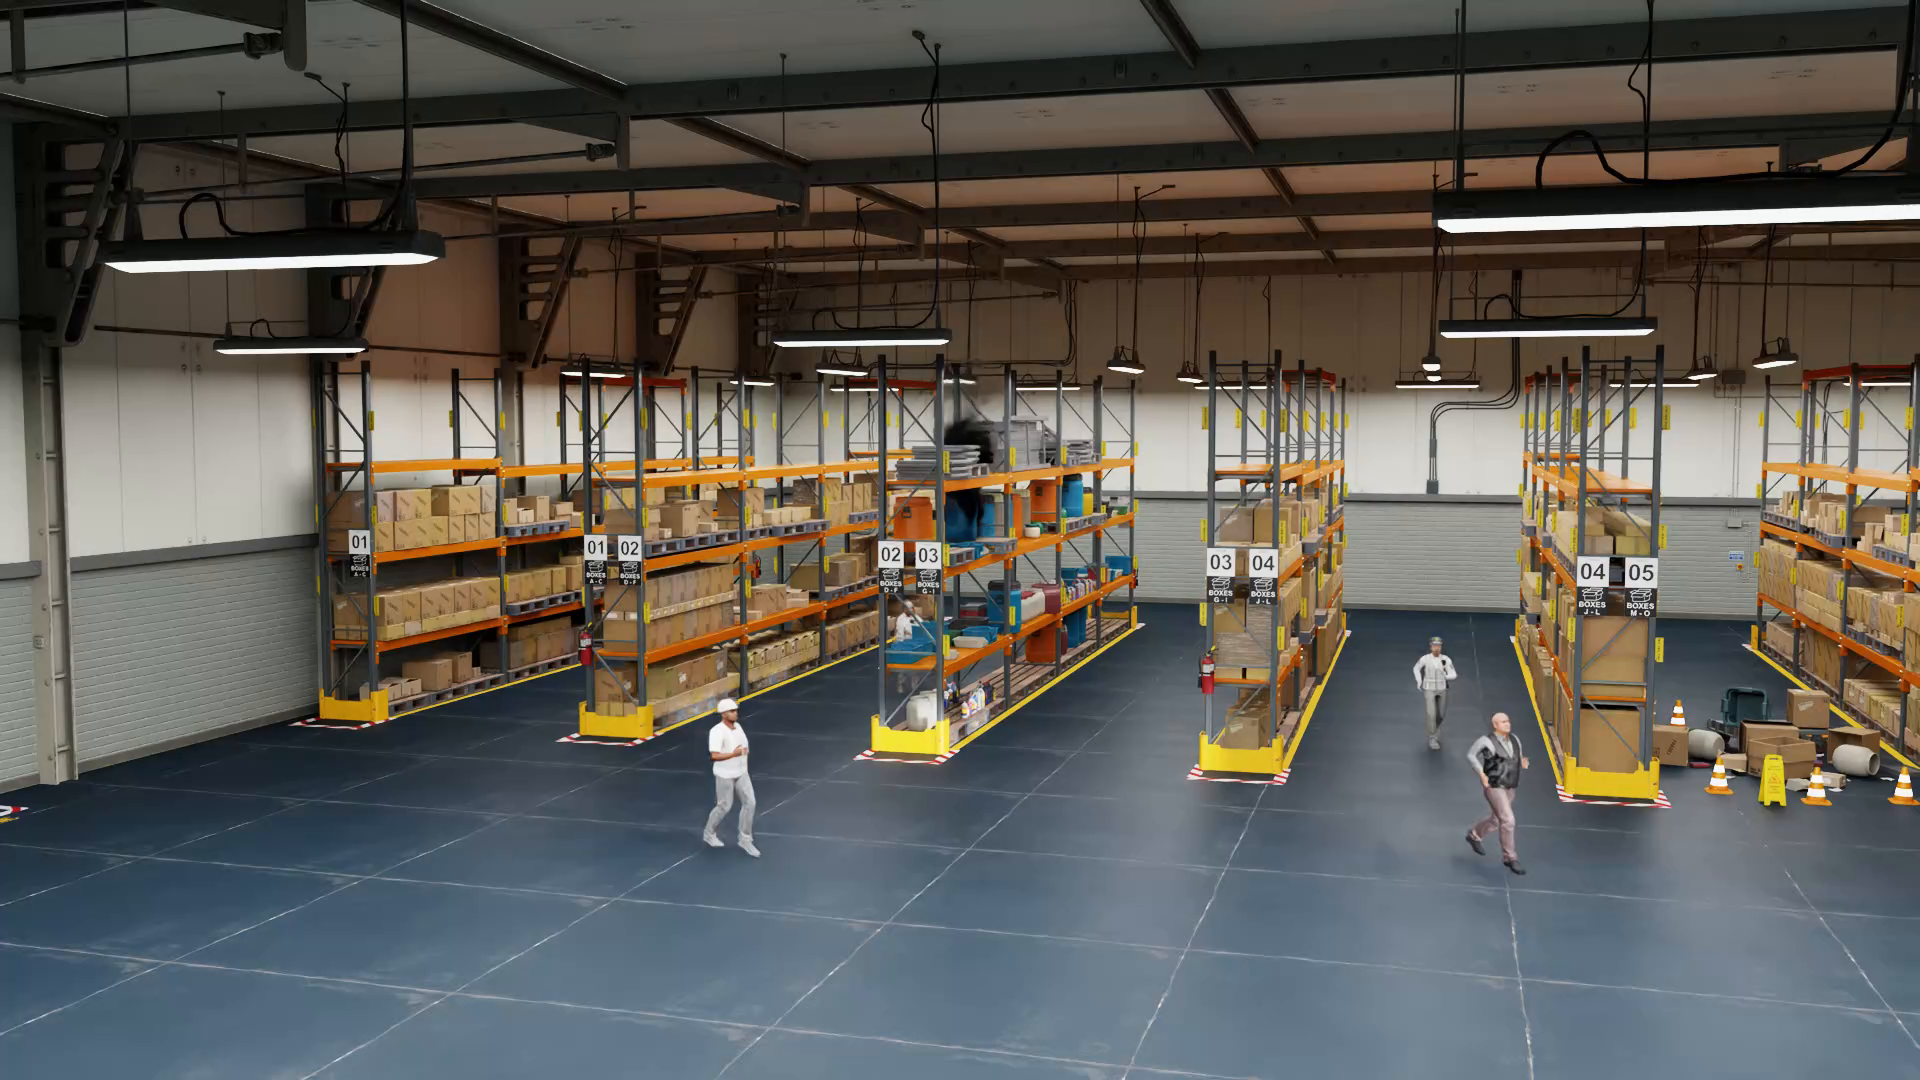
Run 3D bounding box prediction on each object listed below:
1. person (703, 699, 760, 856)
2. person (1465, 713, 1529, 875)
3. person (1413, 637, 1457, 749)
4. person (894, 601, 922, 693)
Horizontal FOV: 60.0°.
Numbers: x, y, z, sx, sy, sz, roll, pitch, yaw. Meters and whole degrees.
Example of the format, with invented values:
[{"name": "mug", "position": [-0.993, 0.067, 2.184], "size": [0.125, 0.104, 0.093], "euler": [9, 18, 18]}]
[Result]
[{"name": "person", "position": [-2.657, 2.740, 19.220], "size": [0.737, 1.823, 0.677], "euler": [3, 5, 33]}, {"name": "person", "position": [6.072, 2.803, 18.724], "size": [0.643, 1.746, 0.894], "euler": [-2, 5, -31]}, {"name": "person", "position": [7.311, 2.315, 25.586], "size": [0.618, 1.672, 0.929], "euler": [1, 4, 8]}, {"name": "person", "position": [-0.964, 1.984, 30.774], "size": [0.577, 1.712, 0.719], "euler": [1, 4, 12]}]
